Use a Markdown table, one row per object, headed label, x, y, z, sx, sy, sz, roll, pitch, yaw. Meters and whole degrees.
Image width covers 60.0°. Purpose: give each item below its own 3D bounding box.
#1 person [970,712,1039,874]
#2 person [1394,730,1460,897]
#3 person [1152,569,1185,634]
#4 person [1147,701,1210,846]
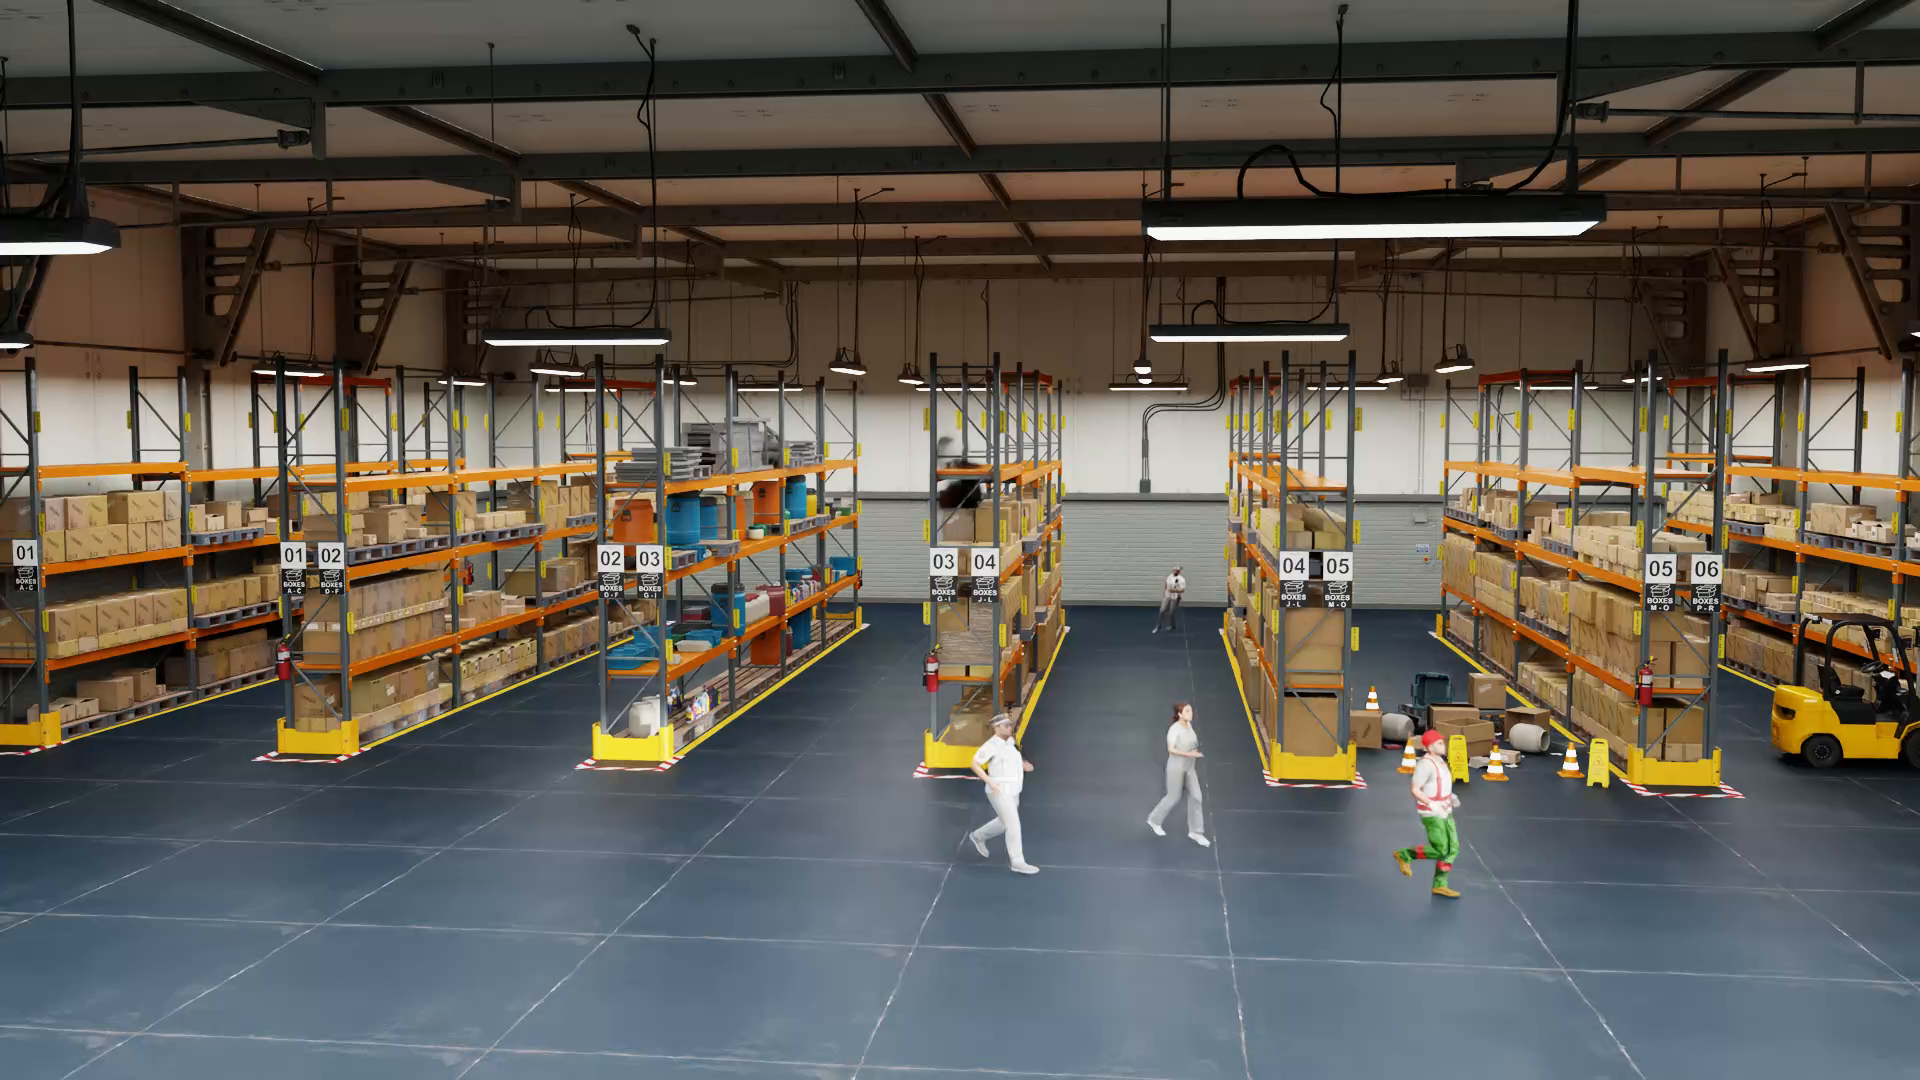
| label | x | y | z | sx | sy | sz | roll | pitch | yaw |
| --- | --- | --- | --- | --- | --- | --- | --- | --- | --- |
| person | 0.470 | 2.794 | 18.588 | 0.953 | 1.755 | 0.660 | 2 | 5 | 31 |
| person | 5.000 | 2.884 | 17.680 | 0.704 | 1.749 | 0.656 | 3 | 5 | 38 |
| person | 5.019 | 1.412 | 39.530 | 0.743 | 1.645 | 0.699 | 2 | 5 | 31 |
| person | 2.623 | 2.765 | 19.865 | 0.832 | 1.705 | 0.581 | 4 | 5 | 43 |
